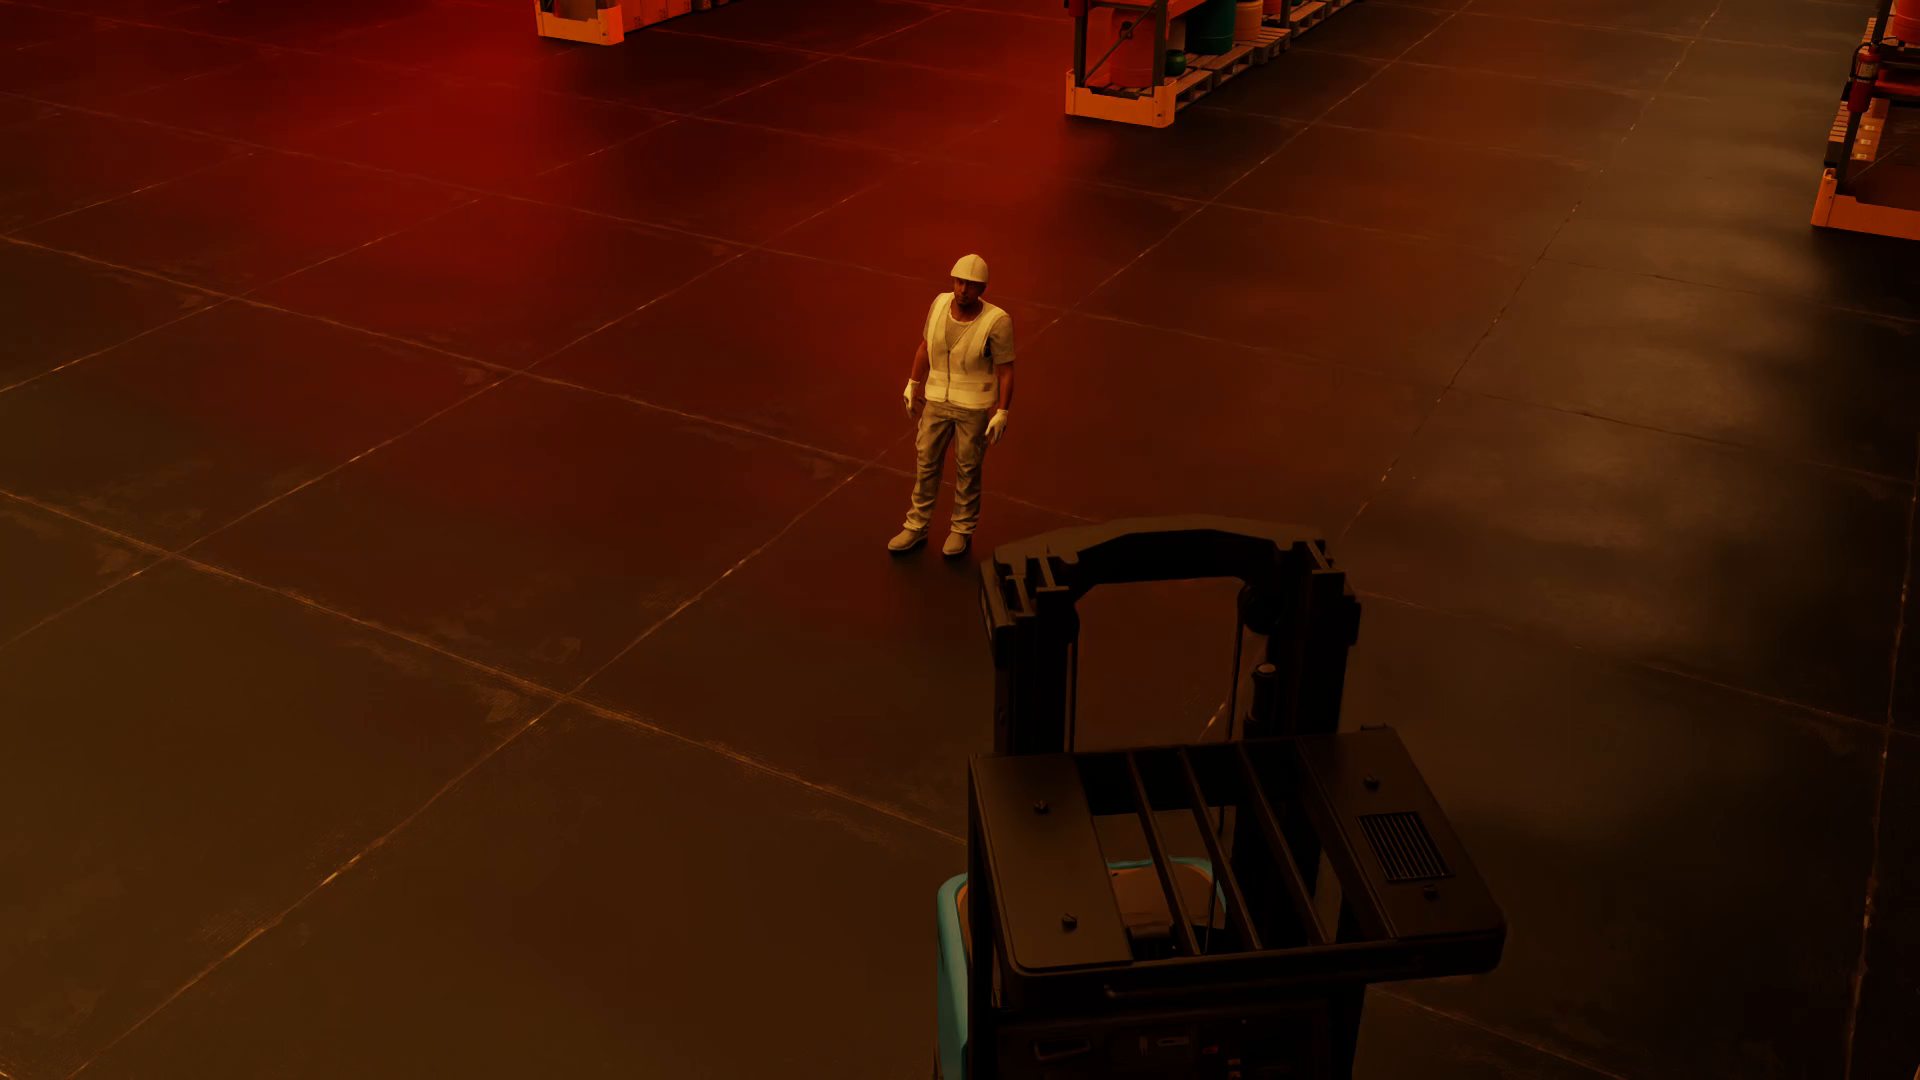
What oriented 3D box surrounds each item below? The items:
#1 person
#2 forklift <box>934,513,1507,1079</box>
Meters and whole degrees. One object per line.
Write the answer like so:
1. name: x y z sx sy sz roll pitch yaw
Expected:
1. person: -0.043 -0.749 9.502 0.657 1.785 0.574 15 33 25
2. forklift: 0.594 1.535 4.410 1.130 2.935 3.031 -3 30 -6
